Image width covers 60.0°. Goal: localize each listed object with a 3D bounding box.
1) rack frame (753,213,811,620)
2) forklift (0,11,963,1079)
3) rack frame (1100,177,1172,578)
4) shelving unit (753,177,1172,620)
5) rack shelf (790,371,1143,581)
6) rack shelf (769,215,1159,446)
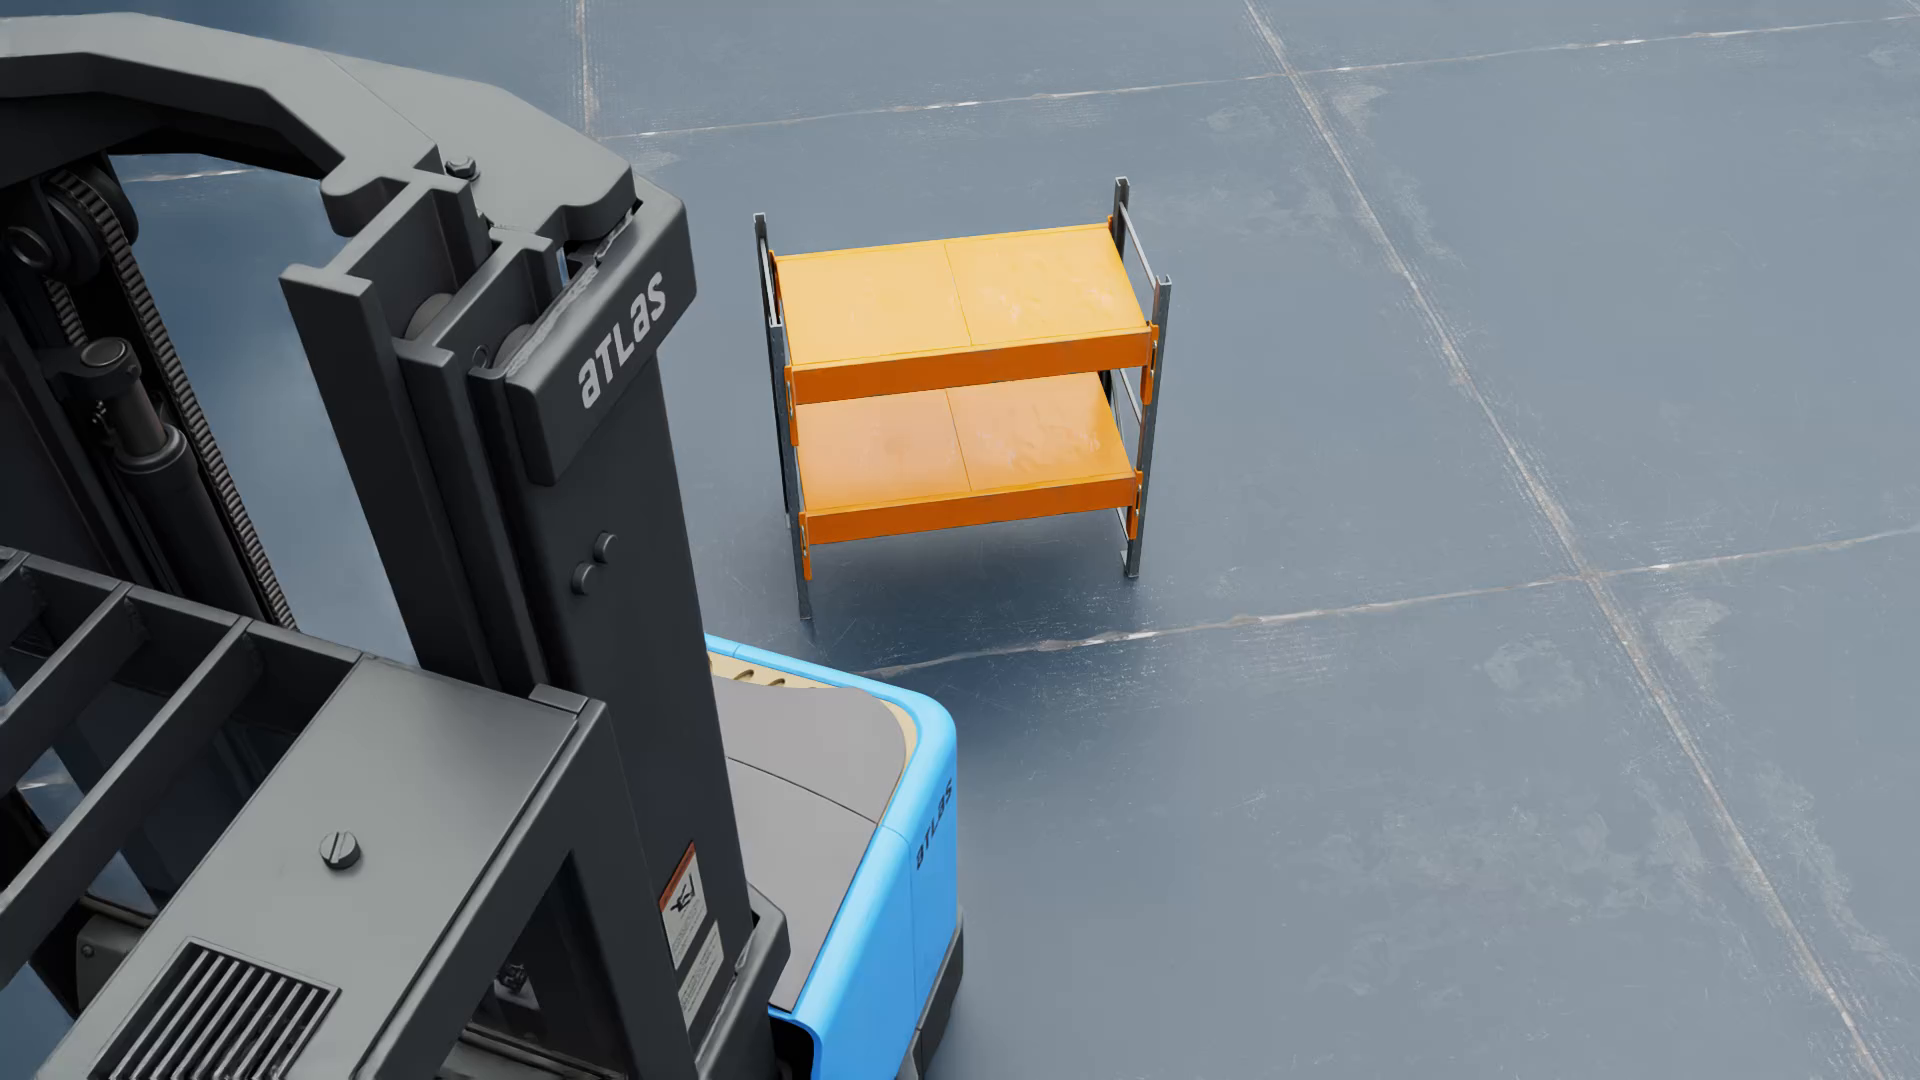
[{"bbox_3d":[-0.508,-0.327,4.784,0.032,1.125,0.500,-7,46,-7],"label":"rack frame"},{"bbox_3d":[-0.960,0.952,2.298,1.130,2.935,3.031,14,48,13],"label":"forklift"},{"bbox_3d":[0.494,-0.452,4.904,0.032,1.125,0.500,-7,46,-7],"label":"rack frame"},{"bbox_3d":[-0.007,-0.389,4.844,1.048,1.125,0.538,-7,46,-7],"label":"shelving unit"},{"bbox_3d":[-0.007,-0.220,5.020,1.000,0.278,0.538,-7,46,-7],"label":"rack shelf"},{"bbox_3d":[-0.007,-0.593,4.633,1.000,0.278,0.538,-7,46,-7],"label":"rack shelf"}]
